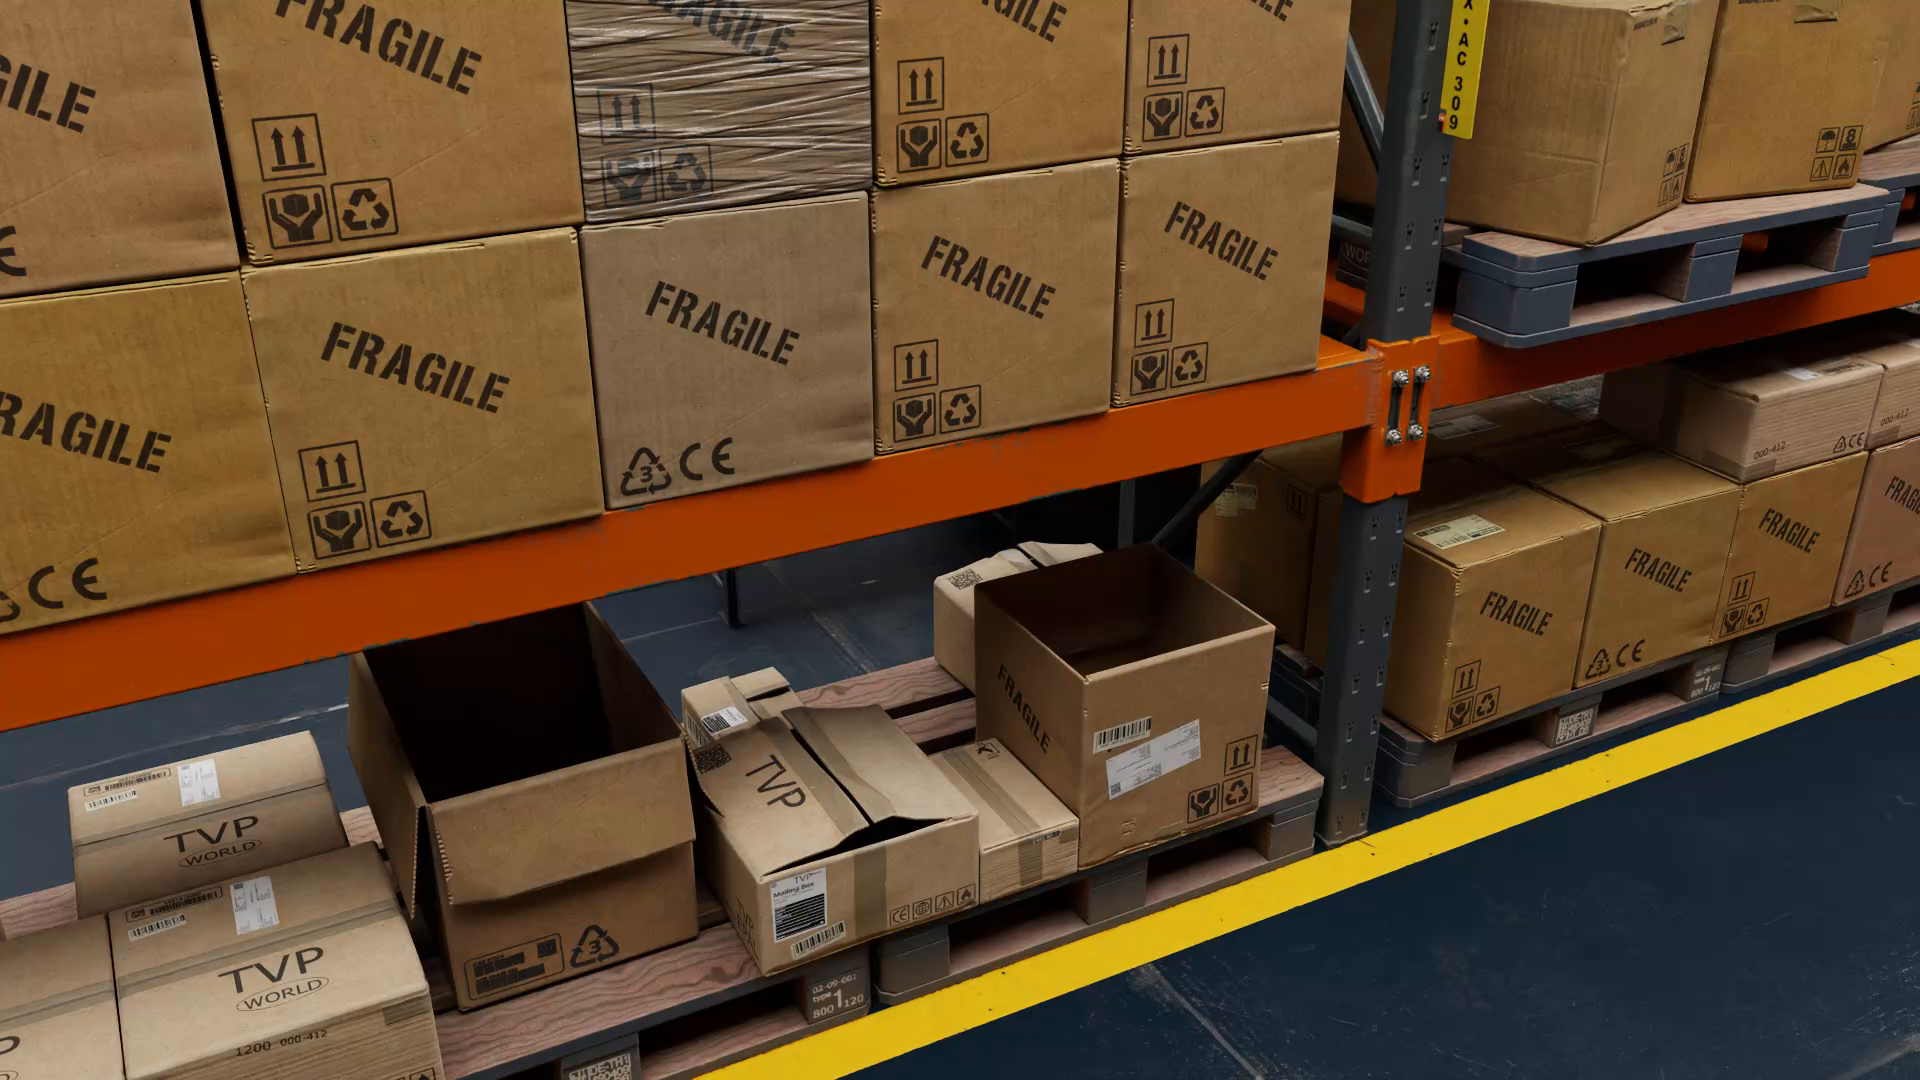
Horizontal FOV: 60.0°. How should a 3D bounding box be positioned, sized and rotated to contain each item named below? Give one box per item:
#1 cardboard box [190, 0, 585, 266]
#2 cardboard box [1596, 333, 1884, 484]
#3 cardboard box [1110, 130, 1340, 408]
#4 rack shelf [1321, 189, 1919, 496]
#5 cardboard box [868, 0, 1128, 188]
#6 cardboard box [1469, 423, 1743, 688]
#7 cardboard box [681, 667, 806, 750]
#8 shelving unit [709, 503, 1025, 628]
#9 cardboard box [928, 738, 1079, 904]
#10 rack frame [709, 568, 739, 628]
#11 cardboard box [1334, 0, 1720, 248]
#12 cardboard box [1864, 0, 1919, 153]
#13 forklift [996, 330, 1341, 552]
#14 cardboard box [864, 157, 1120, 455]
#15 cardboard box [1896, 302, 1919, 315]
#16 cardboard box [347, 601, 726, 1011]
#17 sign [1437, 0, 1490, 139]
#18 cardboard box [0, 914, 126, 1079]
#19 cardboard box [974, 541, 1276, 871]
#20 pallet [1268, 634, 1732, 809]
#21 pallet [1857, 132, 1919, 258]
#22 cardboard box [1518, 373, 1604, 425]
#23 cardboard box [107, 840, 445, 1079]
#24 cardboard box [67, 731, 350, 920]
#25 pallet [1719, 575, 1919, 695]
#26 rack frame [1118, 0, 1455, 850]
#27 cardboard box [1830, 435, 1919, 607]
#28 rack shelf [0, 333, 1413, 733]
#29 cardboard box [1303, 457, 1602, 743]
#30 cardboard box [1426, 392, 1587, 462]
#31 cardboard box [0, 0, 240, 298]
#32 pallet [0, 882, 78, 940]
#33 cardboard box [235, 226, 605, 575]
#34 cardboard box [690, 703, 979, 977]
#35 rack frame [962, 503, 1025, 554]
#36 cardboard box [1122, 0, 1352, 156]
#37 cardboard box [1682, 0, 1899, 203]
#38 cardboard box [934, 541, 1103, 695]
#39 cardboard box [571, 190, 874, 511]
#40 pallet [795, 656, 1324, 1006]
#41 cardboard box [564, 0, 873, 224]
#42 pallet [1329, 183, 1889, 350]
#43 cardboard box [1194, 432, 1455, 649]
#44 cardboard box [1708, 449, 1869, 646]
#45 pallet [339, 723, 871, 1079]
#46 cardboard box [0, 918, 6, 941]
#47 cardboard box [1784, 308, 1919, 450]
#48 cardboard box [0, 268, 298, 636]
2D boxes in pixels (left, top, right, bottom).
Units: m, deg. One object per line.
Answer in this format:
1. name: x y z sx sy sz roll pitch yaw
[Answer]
1. cardboard box: -0.928 -0.767 2.611 0.500 0.500 0.500 -13 29 -26
2. cardboard box: 2.161 -0.401 4.634 0.500 0.250 0.500 -13 29 -25
3. cardboard box: 0.416 -0.628 3.477 0.500 0.500 0.500 -12 28 -24
4. rack shelf: 2.501 -0.866 4.919 4.000 0.370 1.077 -13 29 -25
5. cardboard box: -0.038 -0.971 3.037 0.500 0.500 0.500 -14 29 -26
6. cardboard box: 1.744 0.027 4.607 0.500 0.500 0.500 -13 28 -24
7. cardboard box: -0.494 0.479 4.052 0.250 0.166 0.380 -13 29 -25
8. shelving unit: -0.362 -0.599 5.265 1.048 1.500 0.538 -12 28 -24
9. cardboard box: 0.065 0.628 3.762 0.250 0.149 0.380 -13 29 -25
10. rack frame: -0.816 -0.500 5.058 0.032 1.500 0.500 -12 28 -24
11. cardboard box: 1.260 -1.028 3.825 0.700 0.500 0.500 22 33 37
12. cardboard box: 2.267 -1.401 4.601 0.500 0.500 0.700 -22 33 -38
13. forklift: 1.429 -1.680 5.863 3.031 2.935 1.130 -12 28 -24
14. cardboard box: -0.038 -0.523 3.257 0.500 0.500 0.500 -12 28 -24
15. cardboard box: 3.271 -0.577 5.865 0.500 0.500 0.500 -14 29 -27
16. cardboard box: -0.919 0.529 3.559 0.637 0.503 0.797 -13 29 -25
17. sign: 0.999 -0.967 3.299 0.005 0.325 0.100 -13 29 -25
18. cardboard box: -1.738 0.969 2.935 0.500 0.250 0.500 -13 29 -25
19. cardboard box: 0.367 0.370 3.893 0.500 0.500 0.500 -13 29 -25
20. pallet: 1.437 0.294 4.893 1.213 0.211 1.003 -13 29 -25
21. pallet: 2.552 -1.113 4.824 1.213 0.211 1.003 -13 29 -25
22. cardboard box: 1.920 -0.264 5.213 0.500 0.500 0.500 -13 28 -24
23. cardboard box: -1.297 0.867 3.147 0.500 0.250 0.500 -13 29 -25
24. cardboard box: -1.577 0.686 3.524 0.500 0.250 0.500 -13 29 -25
25. pallet: 2.514 0.044 5.415 1.213 0.211 1.003 -13 29 -25
26. rack frame: 0.737 -0.783 3.915 0.127 3.000 1.000 -13 29 -25
27. cardboard box: 2.634 -0.174 5.027 0.500 0.500 0.500 -14 29 -27
28. rack shelf: -1.028 -0.051 3.222 4.000 0.370 1.077 -13 29 -25
29. cardboard box: 1.278 0.140 4.372 0.500 0.500 0.500 -14 29 -27
30. cardboard box: 1.477 -0.162 5.001 0.500 0.500 0.500 -13 29 -25
31. cardboard box: -1.376 -0.663 2.394 0.500 0.500 0.500 -13 28 -24
32. pallet: -2.023 1.111 3.193 1.213 0.211 1.003 -13 29 -25
33. cardboard box: -0.938 -0.312 2.819 0.500 0.500 0.500 -13 28 -24
34. cardboard box: -0.294 0.608 3.616 0.500 0.311 0.500 -13 29 -25
35. rack frame: 0.091 -0.699 5.472 0.032 1.500 0.500 -12 28 -24
36. cardboard box: 0.412 -1.077 3.256 0.500 0.500 0.500 -13 28 -25
37. cardboard box: 1.837 -1.192 4.167 0.500 0.500 0.700 -8 27 -17
38. cardboard box: 0.264 0.234 4.395 0.500 0.311 0.500 -13 29 -25
39. cardboard box: -0.490 -0.417 3.037 0.500 0.500 0.500 -12 28 -24
40. pallet: 0.130 0.614 4.228 1.213 0.211 1.003 -13 29 -25
41. cardboard box: -0.483 -0.869 2.823 0.500 0.500 0.500 -13 28 -25
42. pallet: 1.493 -0.817 4.208 1.213 0.211 1.003 -13 29 -25
43. cardboard box: 1.037 -0.064 4.798 0.500 0.500 0.500 -13 29 -25
44. cardboard box: 2.188 -0.072 4.813 0.500 0.500 0.500 -13 28 -24
45. pallet: -0.948 0.864 3.707 1.213 0.211 1.003 -13 29 -25
46. cardboard box: -2.029 0.858 3.263 0.250 0.166 0.380 -13 29 -25
47. cardboard box: 2.603 -0.504 4.847 0.500 0.250 0.500 -14 29 -26
48. cardboard box: -1.380 -0.211 2.608 0.500 0.500 0.500 -13 29 -25
